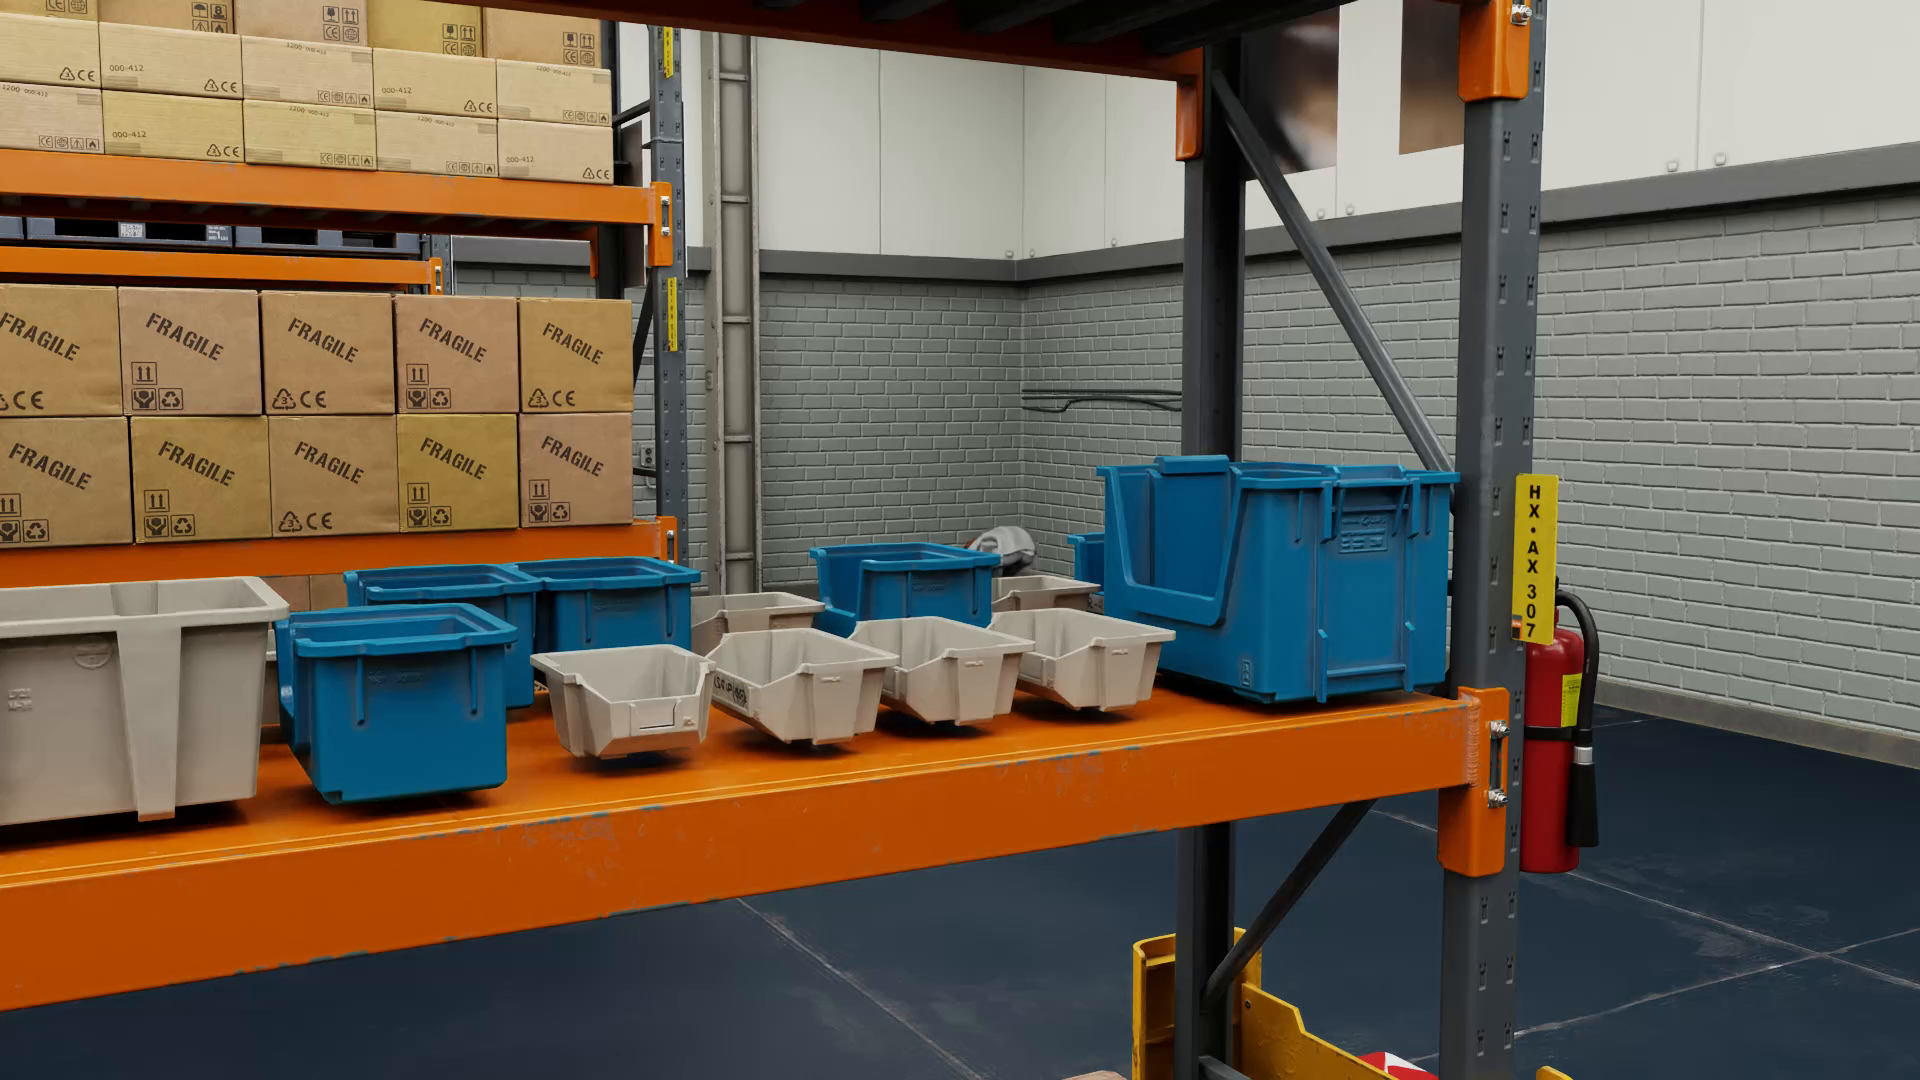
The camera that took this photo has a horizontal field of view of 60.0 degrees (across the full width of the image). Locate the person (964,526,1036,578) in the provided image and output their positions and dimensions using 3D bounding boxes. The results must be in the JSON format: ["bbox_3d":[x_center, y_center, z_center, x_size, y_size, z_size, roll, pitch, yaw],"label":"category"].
[{"bbox_3d":[0.296,0.279,13.648,0.425,0.808,0.864,-3,6,-31],"label":"person"}]
